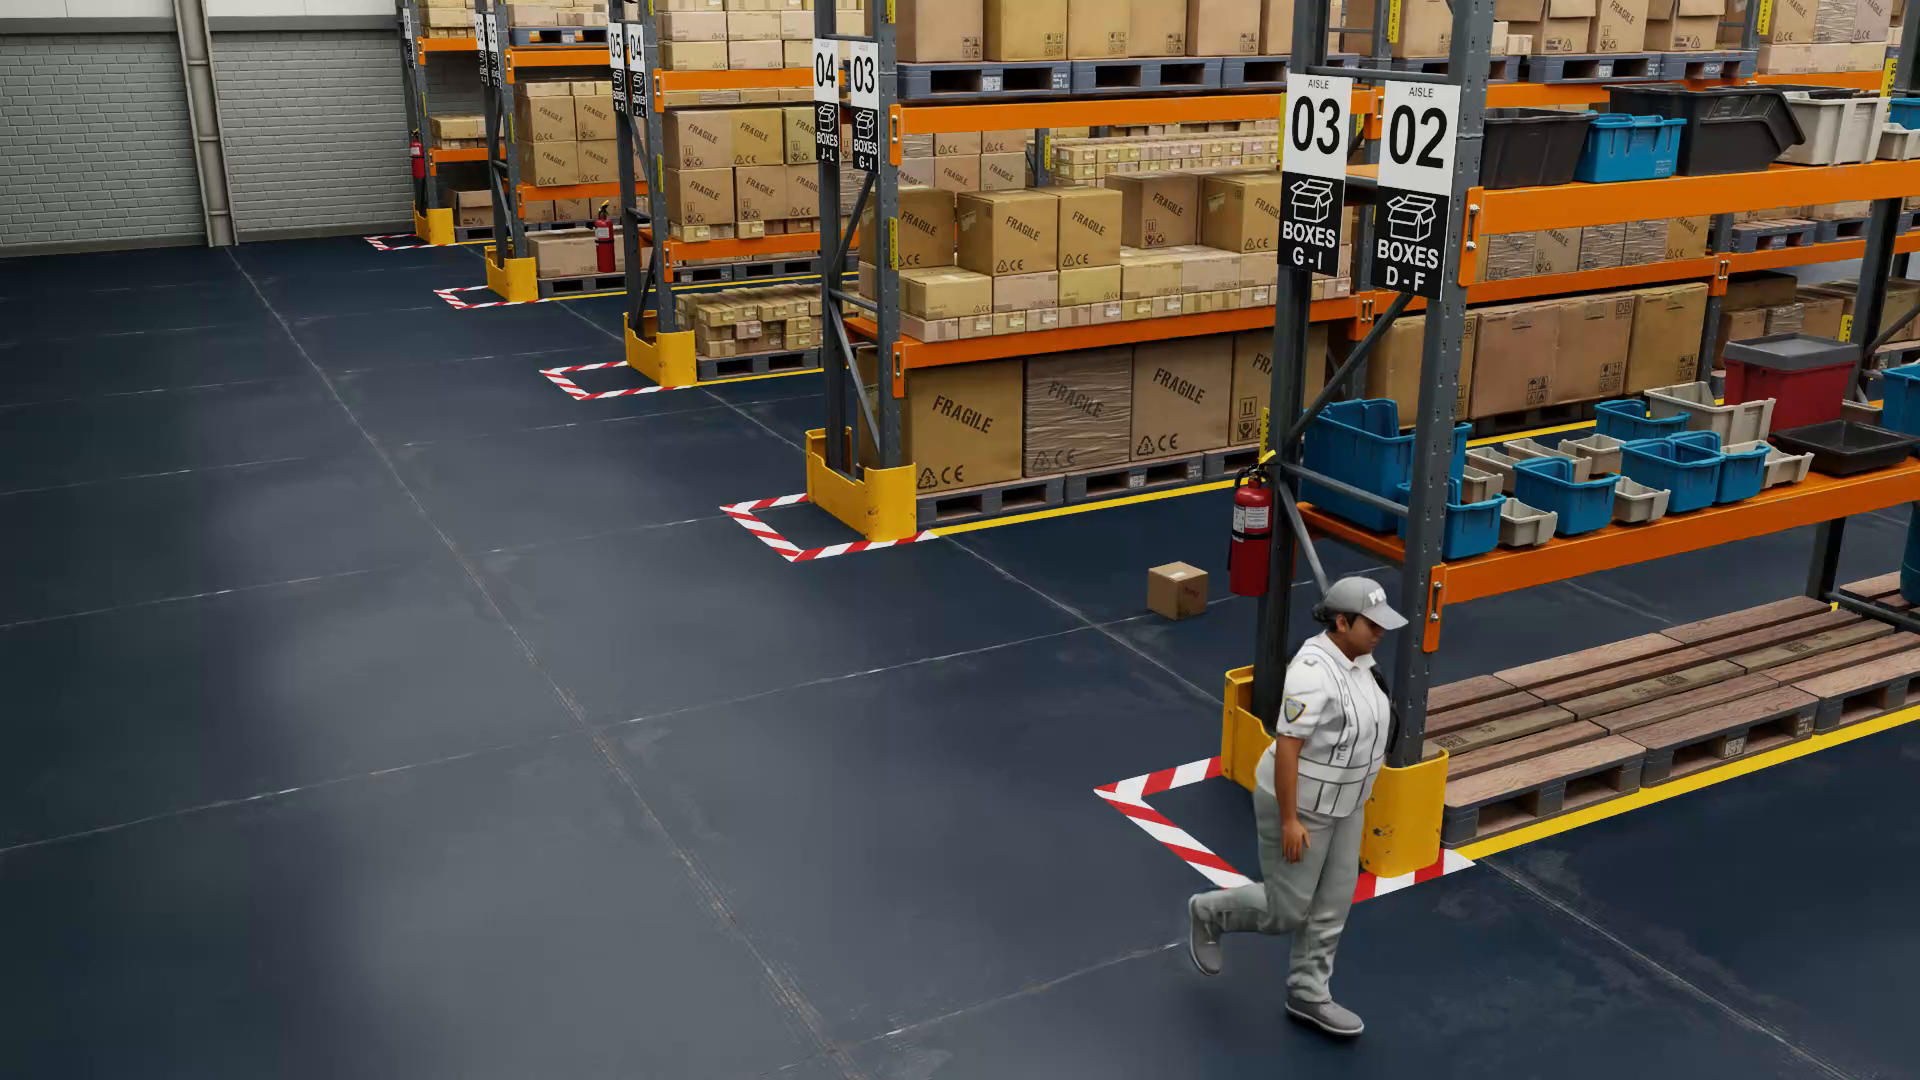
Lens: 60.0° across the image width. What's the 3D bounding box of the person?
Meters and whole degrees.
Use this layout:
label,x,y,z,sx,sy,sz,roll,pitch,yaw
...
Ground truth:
label,x,y,z,sx,sy,sz,roll,pitch,yaw
person,1.192,0.890,5.877,0.723,1.628,0.524,16,25,40
